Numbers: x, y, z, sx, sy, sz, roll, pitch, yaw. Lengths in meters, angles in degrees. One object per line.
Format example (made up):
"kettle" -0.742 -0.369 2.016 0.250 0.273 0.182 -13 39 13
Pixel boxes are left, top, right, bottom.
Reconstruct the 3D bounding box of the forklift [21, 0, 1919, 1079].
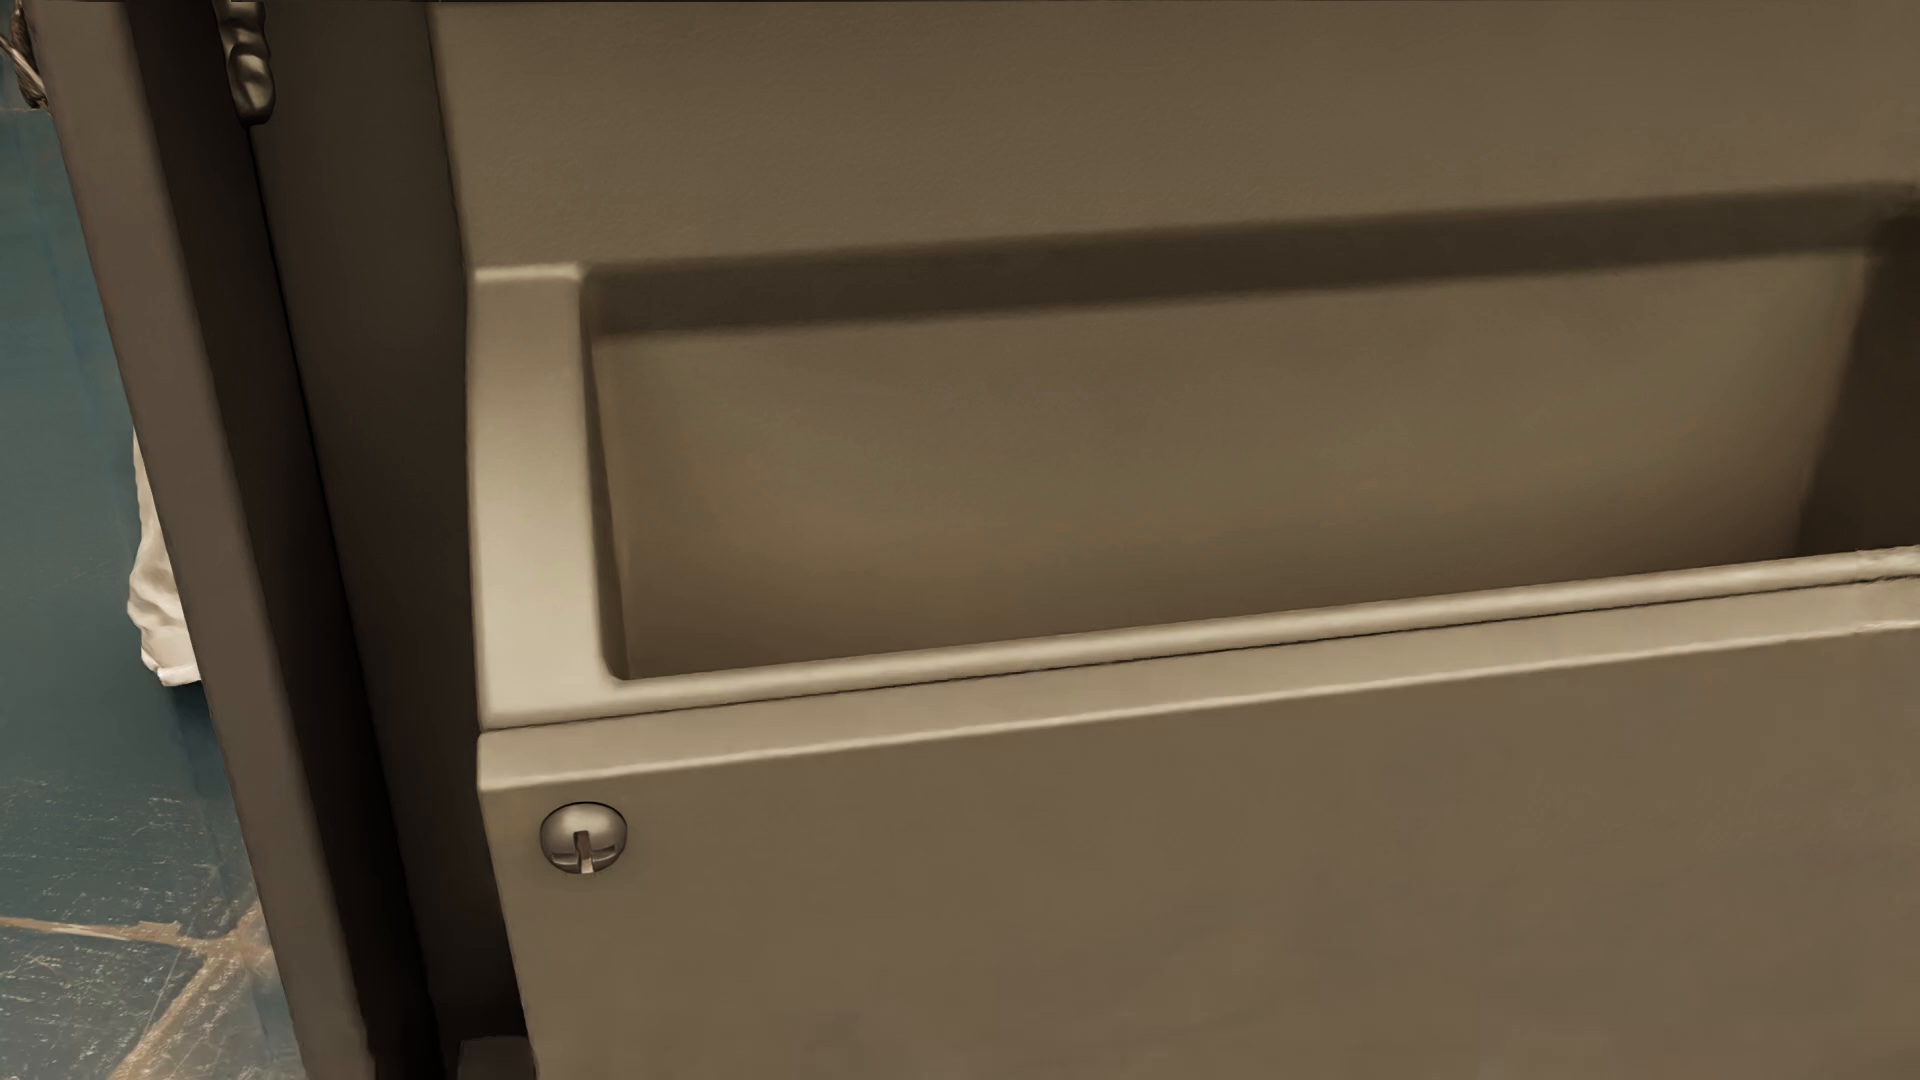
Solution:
"forklift" 0.374 -0.348 0.104 1.130 2.935 3.031 -5 29 -10

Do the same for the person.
"person" -0.768 -0.512 1.947 1.065 1.467 0.821 18 34 30
